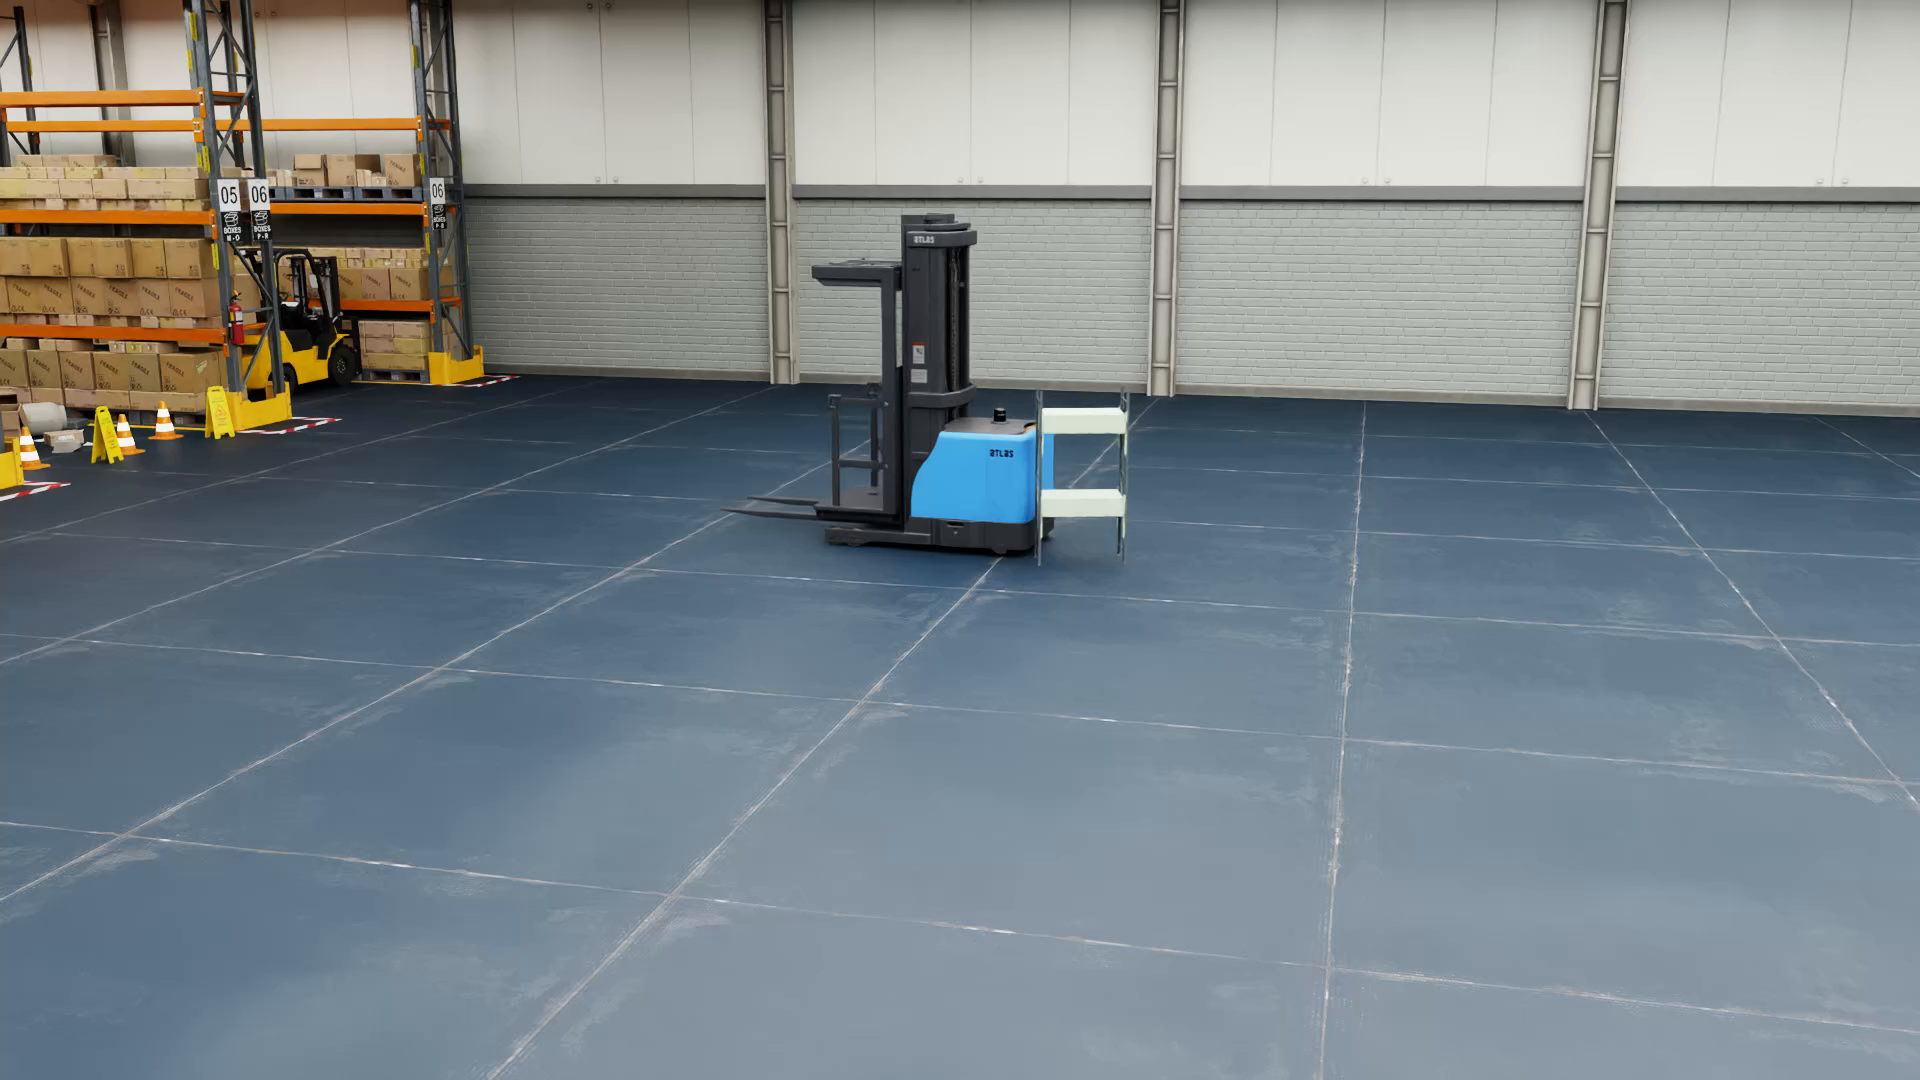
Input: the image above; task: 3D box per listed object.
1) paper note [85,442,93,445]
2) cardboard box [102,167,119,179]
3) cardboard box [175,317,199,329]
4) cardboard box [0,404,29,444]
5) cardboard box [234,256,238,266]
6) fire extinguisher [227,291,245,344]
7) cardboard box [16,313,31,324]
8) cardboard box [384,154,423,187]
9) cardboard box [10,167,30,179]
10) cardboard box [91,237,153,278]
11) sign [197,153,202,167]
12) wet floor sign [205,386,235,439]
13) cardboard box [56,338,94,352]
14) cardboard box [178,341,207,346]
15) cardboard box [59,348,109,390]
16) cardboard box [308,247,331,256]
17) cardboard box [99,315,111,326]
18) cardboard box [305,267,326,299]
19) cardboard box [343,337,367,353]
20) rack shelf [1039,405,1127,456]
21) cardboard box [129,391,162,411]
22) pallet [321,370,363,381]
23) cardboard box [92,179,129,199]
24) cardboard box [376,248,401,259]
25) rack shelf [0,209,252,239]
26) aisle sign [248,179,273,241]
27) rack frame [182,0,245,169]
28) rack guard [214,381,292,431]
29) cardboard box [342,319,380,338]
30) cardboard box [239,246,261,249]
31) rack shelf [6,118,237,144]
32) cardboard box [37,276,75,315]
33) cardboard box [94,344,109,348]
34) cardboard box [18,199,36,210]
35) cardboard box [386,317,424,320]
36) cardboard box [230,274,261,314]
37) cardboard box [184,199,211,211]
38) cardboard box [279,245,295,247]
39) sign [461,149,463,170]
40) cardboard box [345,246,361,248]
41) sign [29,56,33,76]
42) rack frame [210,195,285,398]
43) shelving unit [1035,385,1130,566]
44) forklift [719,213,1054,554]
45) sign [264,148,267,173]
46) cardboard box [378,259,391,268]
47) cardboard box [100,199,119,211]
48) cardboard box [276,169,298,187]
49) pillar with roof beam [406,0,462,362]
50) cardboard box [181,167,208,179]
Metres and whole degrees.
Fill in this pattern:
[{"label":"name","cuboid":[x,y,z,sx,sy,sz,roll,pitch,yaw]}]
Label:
[{"label":"paper note","cuboid":[-10.732,-1.192,20.534,0.142,0.019,0.148,-1,13,-6]},{"label":"cardboard box","cuboid":[-10.948,-4.785,21.690,0.250,0.149,0.380,3,13,12]},{"label":"cardboard box","cuboid":[-10.025,-2.852,21.744,0.250,0.149,0.380,3,13,13]},{"label":"cardboard box","cuboid":[-11.650,-1.351,20.159,0.637,0.503,0.797,-6,14,-25]},{"label":"cardboard box","cuboid":[-11.789,-4.556,27.114,0.250,0.149,0.380,3,13,13]},{"label":"fire extinguisher","cuboid":[-9.337,-2.870,21.423,0.183,0.674,0.296,3,13,14]},{"label":"cardboard box","cuboid":[-12.469,-3.002,22.420,0.250,0.149,0.380,3,13,13]},{"label":"cardboard box","cuboid":[-8.640,-5.793,26.064,0.500,0.500,0.500,3,13,15]},{"label":"cardboard box","cuboid":[-12.231,-4.822,21.856,0.250,0.149,0.380,3,13,13]},{"label":"cardboard box","cuboid":[-10.895,-3.706,21.786,0.500,0.500,0.700,3,13,13]},{"label":"sign","cuboid":[-12.156,-6.018,26.587,0.005,0.325,0.100,3,13,14]},{"label":"wet floor sign","cuboid":[-9.410,-1.626,21.074,0.232,0.644,0.267,8,15,33]},{"label":"cardboard box","cuboid":[-11.845,-2.617,22.255,0.250,0.149,0.380,4,13,17]},{"label":"cardboard box","cuboid":[-12.545,-3.333,27.842,0.625,0.625,0.875,4,13,16]},{"label":"cardboard box","cuboid":[-11.688,-2.307,22.354,0.500,0.500,0.500,4,13,16]},{"label":"cardboard box","cuboid":[-10.281,-4.634,26.782,0.250,0.149,0.380,3,13,14]},{"label":"cardboard box","cuboid":[-11.231,-2.946,22.166,0.250,0.149,0.380,3,13,14]},{"label":"cardboard box","cuboid":[-10.183,-4.153,26.796,0.500,0.500,0.500,3,13,14]},{"label":"cardboard box","cuboid":[-9.690,-3.171,26.827,0.500,0.250,0.500,3,13,12]},{"label":"rack shelf","cuboid":[1.041,-0.941,14.209,0.720,0.370,0.431,0,13,-2]},{"label":"cardboard box","cuboid":[-10.688,-1.887,22.193,0.500,0.250,0.500,3,13,14]},{"label":"pallet","cuboid":[-10.085,-2.788,27.312,1.213,0.211,1.003,3,13,14]},{"label":"cardboard box","cuboid":[-10.892,-4.569,21.637,0.500,0.250,0.500,3,13,15]},{"label":"cardboard box","cuboid":[-9.058,-4.554,26.418,0.250,0.149,0.380,3,13,15]},{"label":"rack shelf","cuboid":[-11.279,-4.228,22.099,4.000,0.370,1.077,3,13,14]},{"label":"aisle sign","cuboid":[-9.203,-4.342,21.875,0.004,0.787,0.394,3,13,14]},{"label":"rack frame","cuboid":[-12.036,-7.191,26.869,0.127,3.000,1.000,3,13,14]},{"label":"rack guard","cuboid":[-9.412,-1.794,22.166,0.348,0.500,1.175,3,13,14]},{"label":"cardboard box","cuboid":[-9.663,-3.413,26.762,0.500,0.250,0.500,3,13,14]},{"label":"cardboard box","cuboid":[-11.517,-4.703,27.091,0.250,0.149,0.380,3,13,14]},{"label":"rack shelf","cuboid":[-13.977,-6.748,27.458,4.000,0.370,1.077,3,13,14]},{"label":"cardboard box","cuboid":[-11.884,-3.281,22.178,0.500,0.500,0.500,3,13,13]},{"label":"cardboard box","cuboid":[-11.593,-2.420,22.865,0.500,0.500,0.500,4,13,17]},{"label":"cardboard box","cuboid":[-12.236,-4.456,22.047,0.250,0.149,0.380,3,13,15]},{"label":"cardboard box","cuboid":[-9.059,-3.495,27.133,0.500,0.250,0.500,3,13,14]},{"label":"cardboard box","cuboid":[-9.731,-3.287,22.208,0.500,0.500,0.500,3,13,13]},{"label":"cardboard box","cuboid":[-9.751,-4.312,21.398,0.250,0.149,0.380,3,13,14]},{"label":"cardboard box","cuboid":[-11.159,-4.787,27.470,0.250,0.149,0.380,3,13,13]},{"label":"sign","cuboid":[-8.013,-6.101,26.680,0.005,0.325,0.100,3,13,14]},{"label":"cardboard box","cuboid":[-9.922,-4.714,27.140,0.250,0.149,0.380,3,13,14]},{"label":"sign","cuboid":[-15.790,-8.049,28.213,0.005,0.325,0.100,3,13,14]},{"label":"rack frame","cuboid":[-9.338,-3.011,21.878,0.127,3.000,1.000,3,13,14]},{"label":"shelving unit","cuboid":[1.041,-0.560,14.293,0.755,1.500,0.431,0,13,-2]},{"label":"forklift","cuboid":[-0.710,-1.472,15.100,3.031,2.935,1.130,4,13,17]},{"label":"sign","cuboid":[-9.208,-5.016,21.972,0.005,0.325,0.100,3,13,14]},{"label":"cardboard box","cuboid":[-9.048,-4.412,26.468,0.250,0.149,0.380,3,13,15]},{"label":"cardboard box","cuboid":[-10.988,-4.384,21.724,0.250,0.149,0.380,3,13,12]},{"label":"cardboard box","cuboid":[-10.667,-5.774,26.517,0.258,0.266,0.396,3,13,12]},{"label":"pillar with roof beam","cuboid":[-9.644,-6.304,22.870,0.400,9.000,9.100,3,13,14]},{"label":"cardboard box","cuboid":[-9.737,-4.697,21.293,0.250,0.149,0.380,3,13,14]}]
